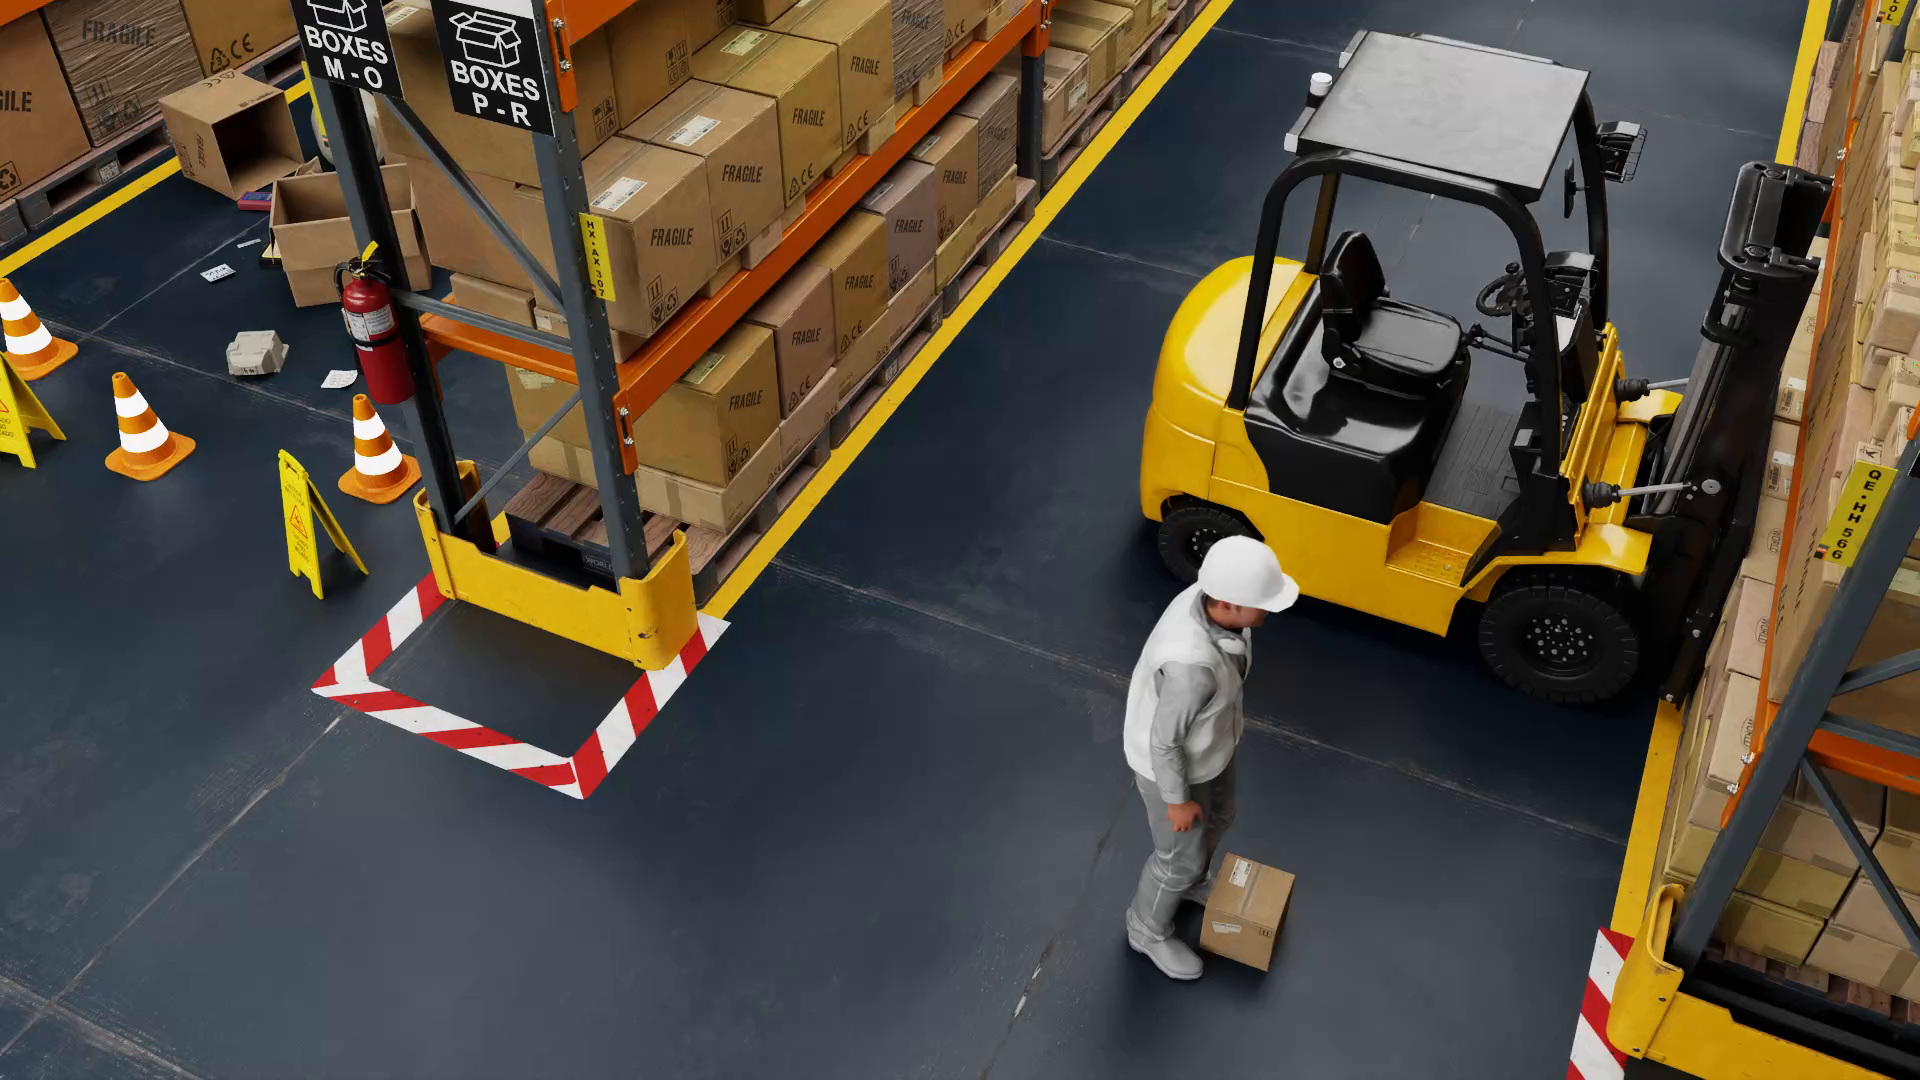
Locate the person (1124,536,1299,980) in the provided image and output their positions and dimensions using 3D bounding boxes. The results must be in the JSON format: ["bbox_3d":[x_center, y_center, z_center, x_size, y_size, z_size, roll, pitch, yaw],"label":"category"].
[{"bbox_3d":[0.766,0.668,5.390,0.462,1.772,0.581,18,45,19],"label":"person"}]
